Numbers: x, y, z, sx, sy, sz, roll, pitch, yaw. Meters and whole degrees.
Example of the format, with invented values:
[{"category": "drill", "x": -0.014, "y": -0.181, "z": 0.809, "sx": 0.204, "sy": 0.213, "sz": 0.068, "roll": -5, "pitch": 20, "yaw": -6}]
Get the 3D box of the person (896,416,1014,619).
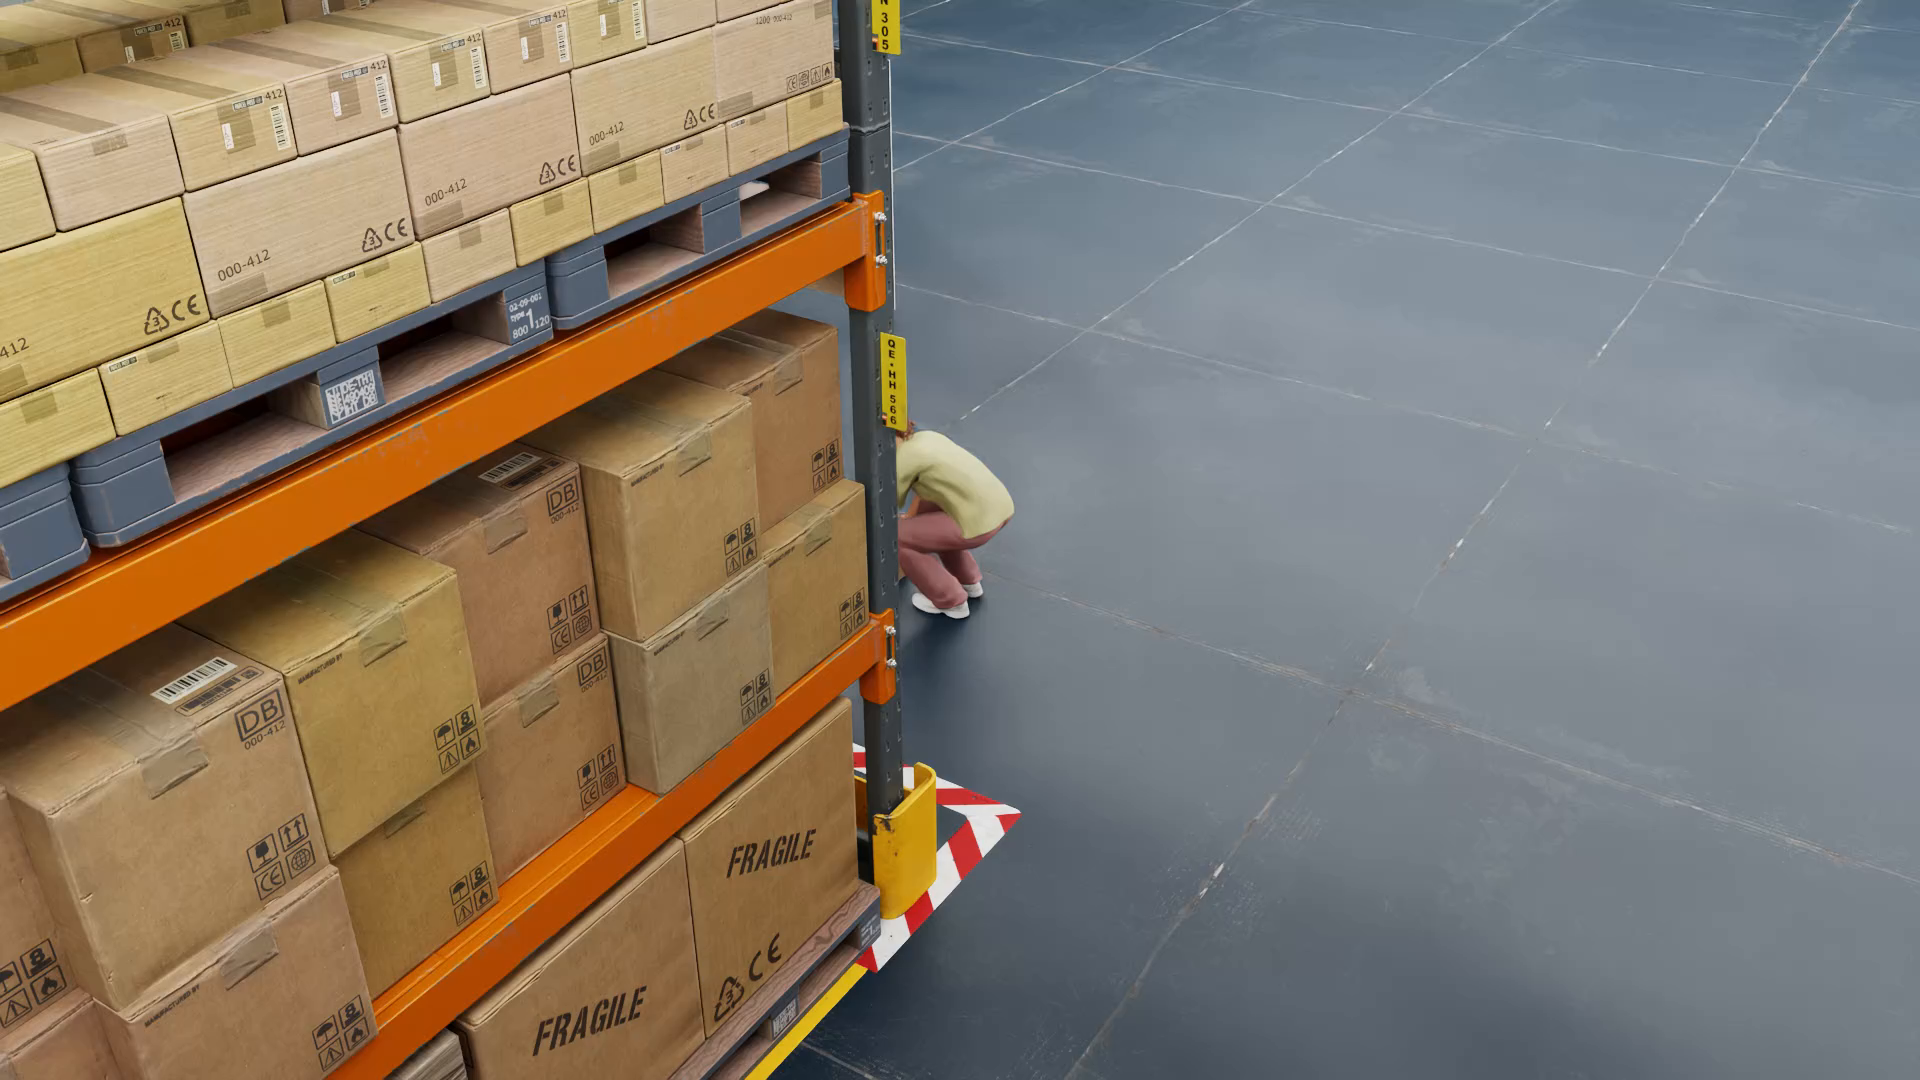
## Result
[{"category": "person", "x": -0.136, "y": -0.131, "z": 8.047, "sx": 0.787, "sy": 0.974, "sz": 0.487, "roll": 18, "pitch": 35, "yaw": 27}]
